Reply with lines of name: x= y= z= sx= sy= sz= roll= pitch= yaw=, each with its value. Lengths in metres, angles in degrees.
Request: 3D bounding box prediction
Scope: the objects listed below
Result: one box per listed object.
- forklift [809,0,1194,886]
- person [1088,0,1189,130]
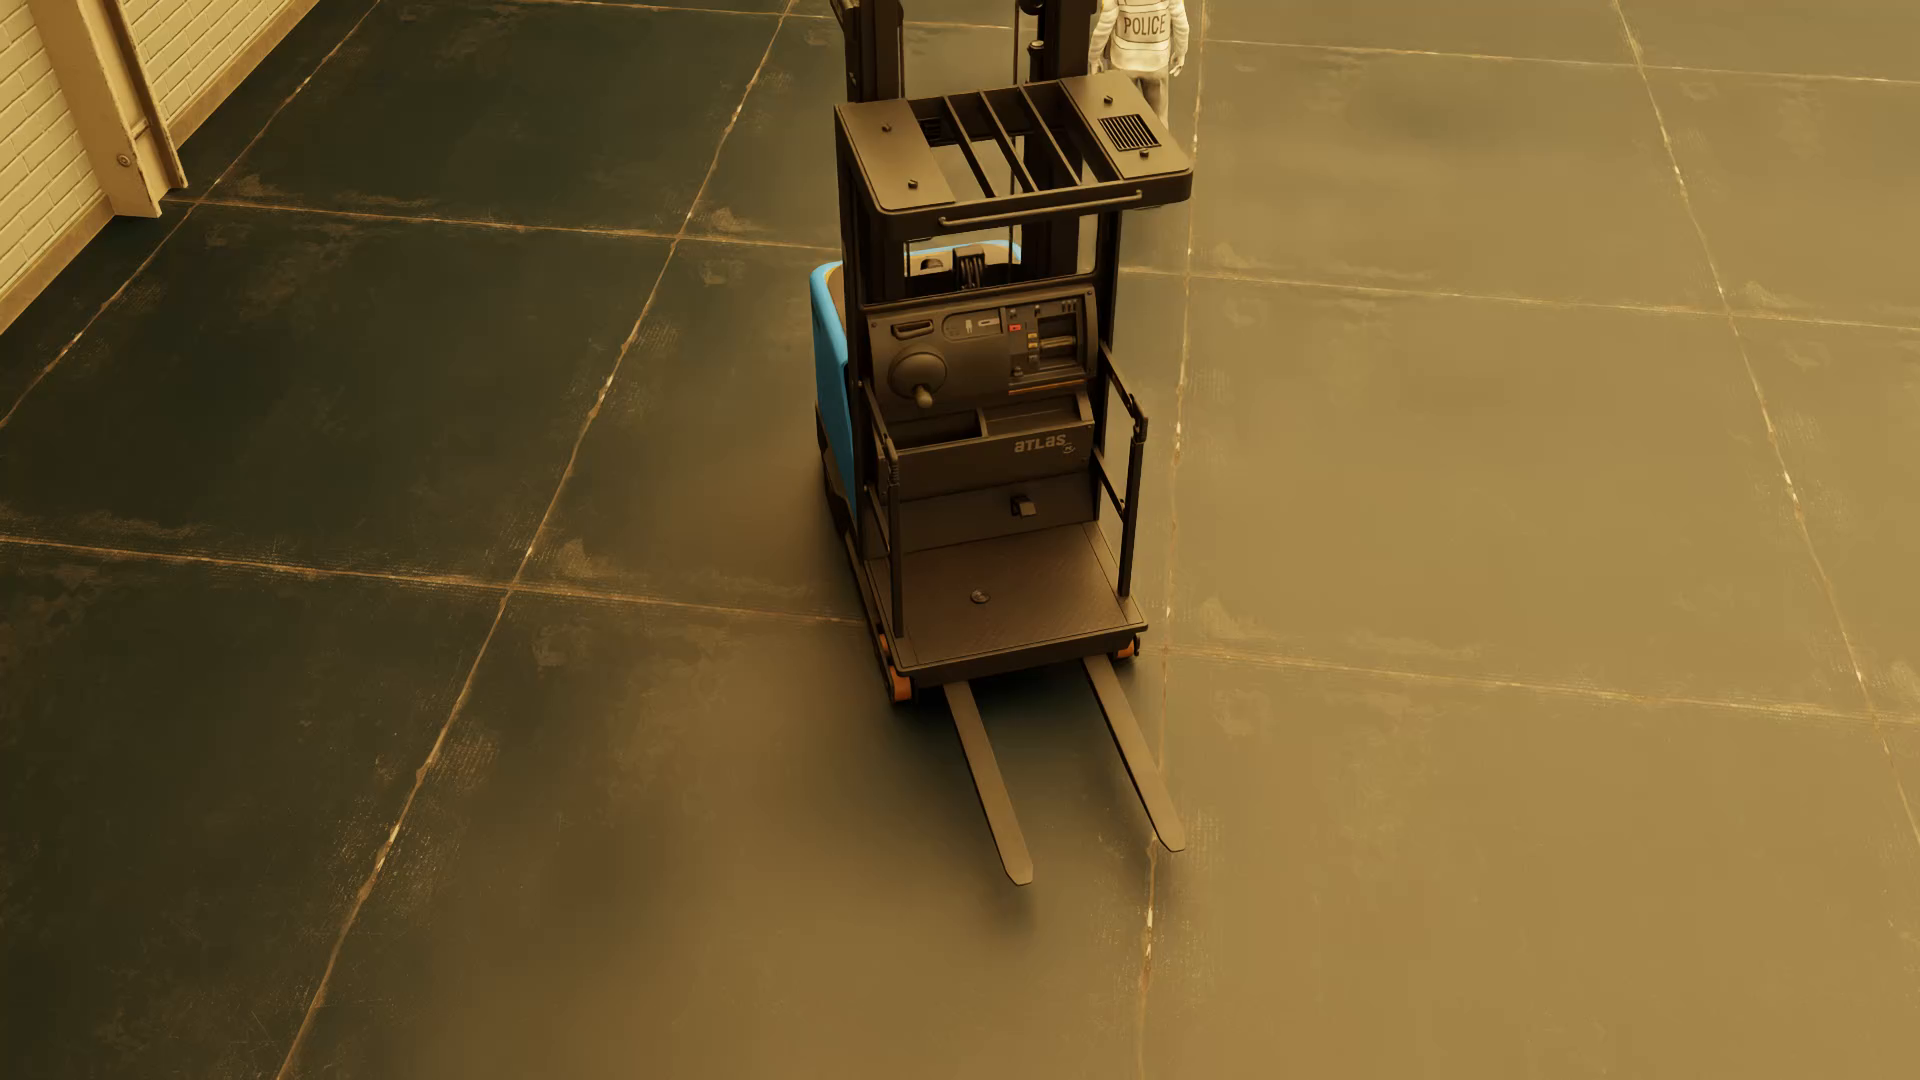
forklift: x=0.153 y=-0.681 z=6.465 sx=1.130 sy=2.935 sz=3.031 roll=-10 pitch=44 yaw=-11
person: x=1.031 y=-2.817 z=9.694 sx=0.588 sy=1.697 sz=0.534 roll=-2 pitch=43 yaw=-3
